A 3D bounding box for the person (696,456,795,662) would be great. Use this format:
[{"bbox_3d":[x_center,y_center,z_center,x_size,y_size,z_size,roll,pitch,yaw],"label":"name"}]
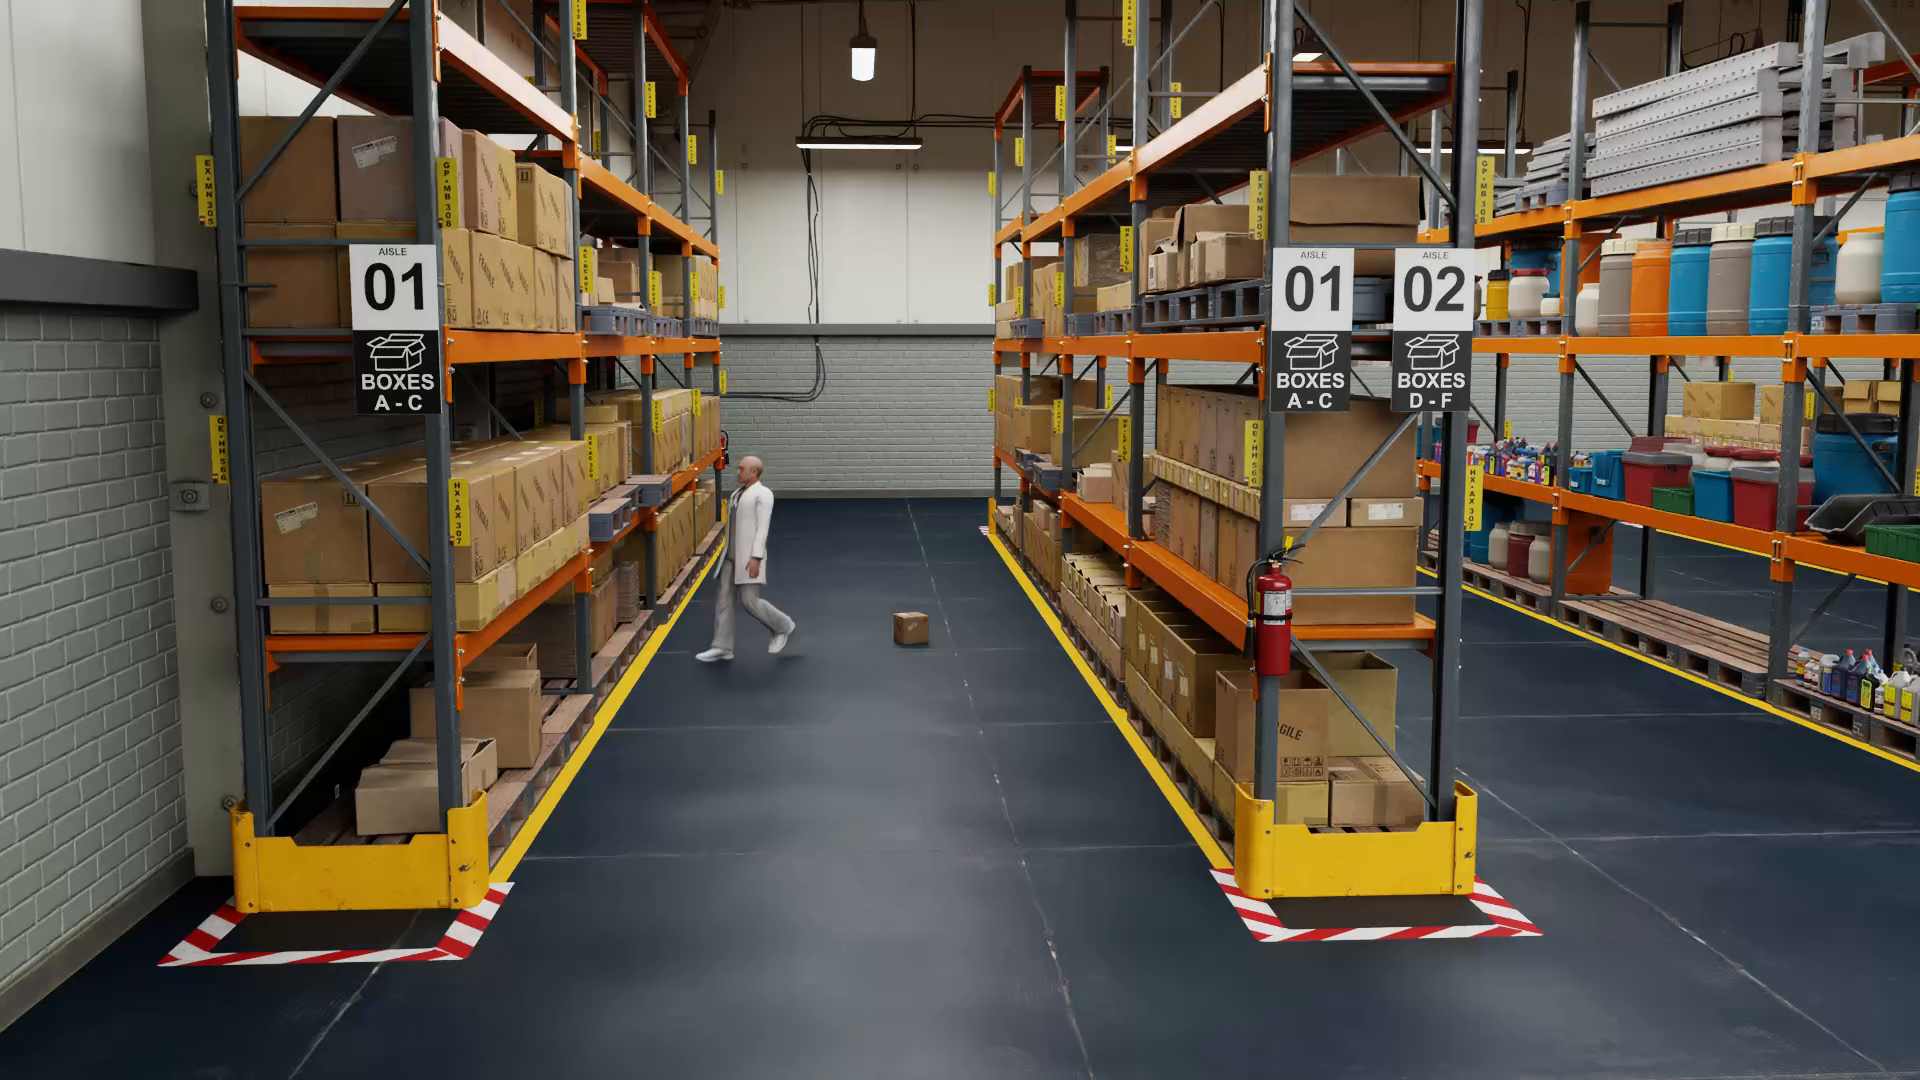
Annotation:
[{"bbox_3d":[-1.871,0.156,14.358,0.867,1.754,0.590,-6,9,-44],"label":"person"}]
